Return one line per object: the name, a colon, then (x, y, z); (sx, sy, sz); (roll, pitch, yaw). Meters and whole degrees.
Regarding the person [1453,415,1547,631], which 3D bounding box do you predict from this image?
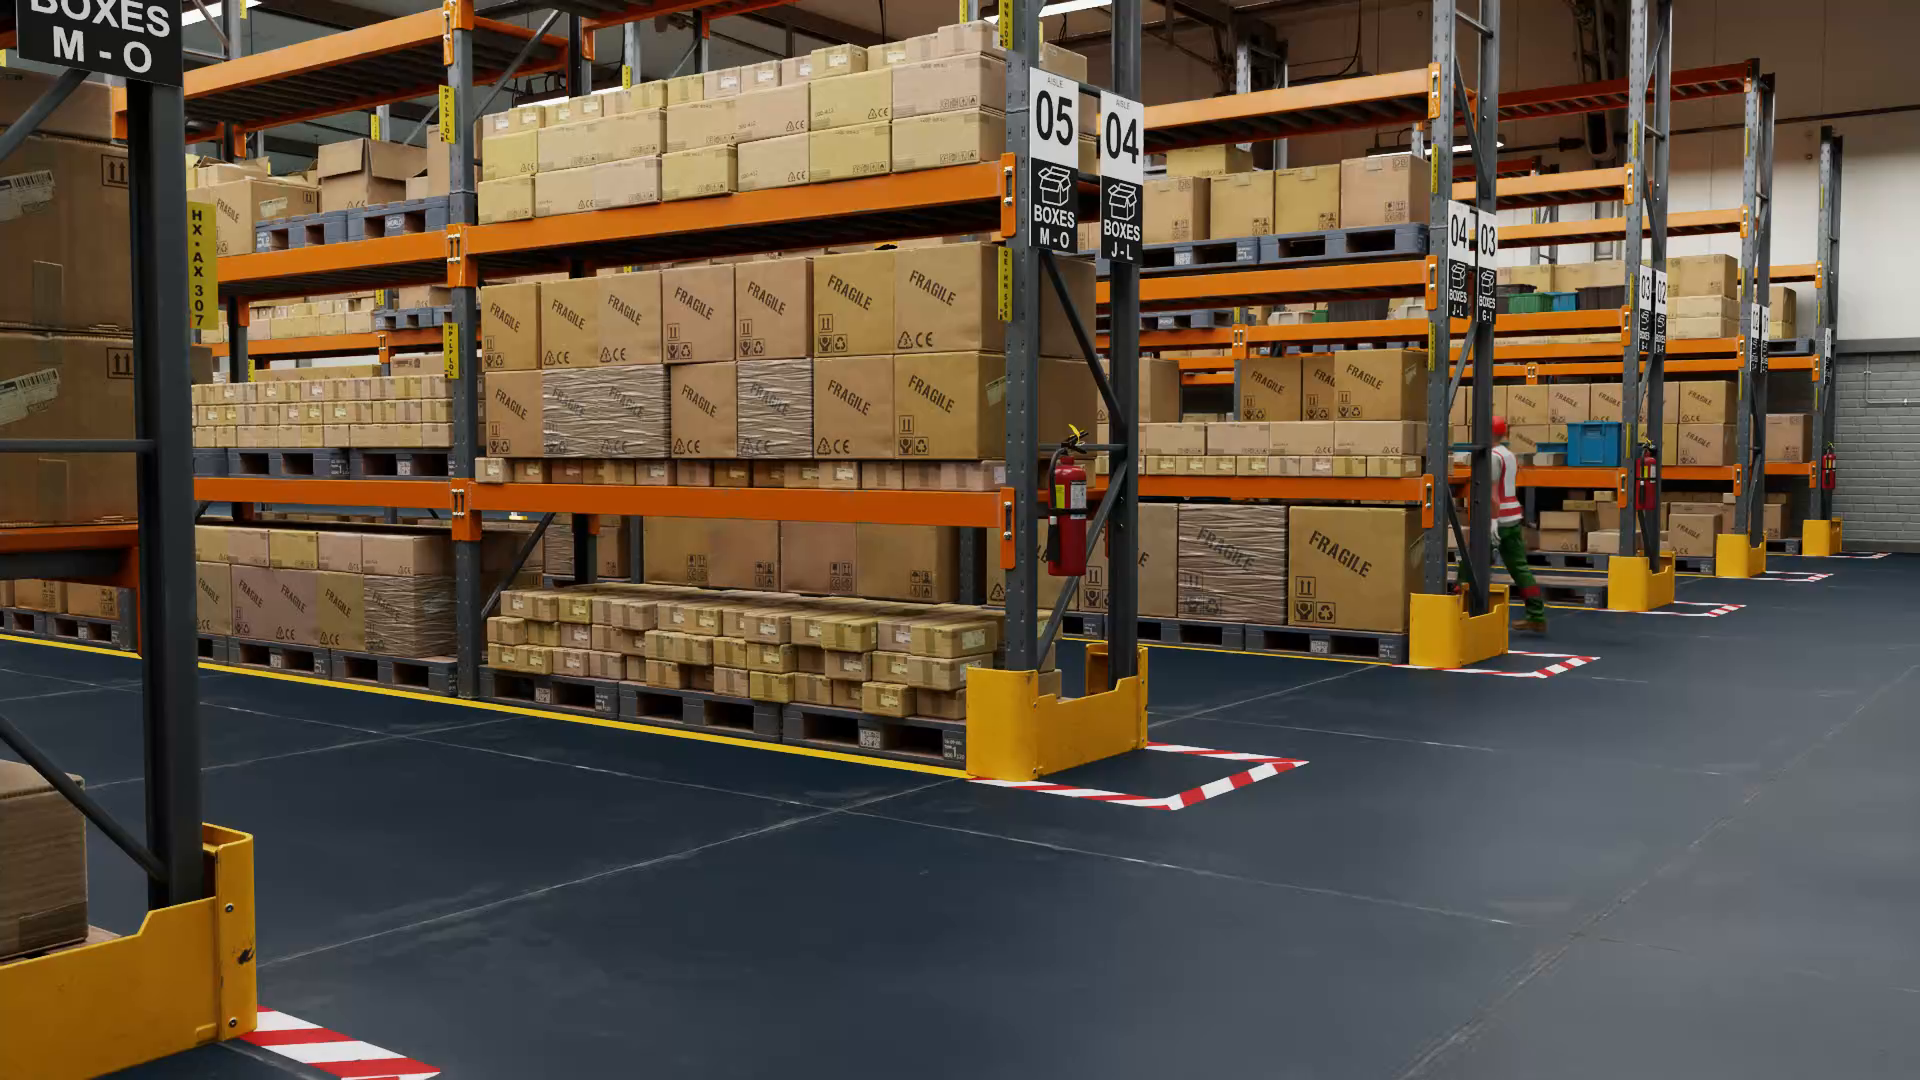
person: (4.264, -0.139, 13.489); (0.925, 1.744, 0.662); (3, 4, 42)
